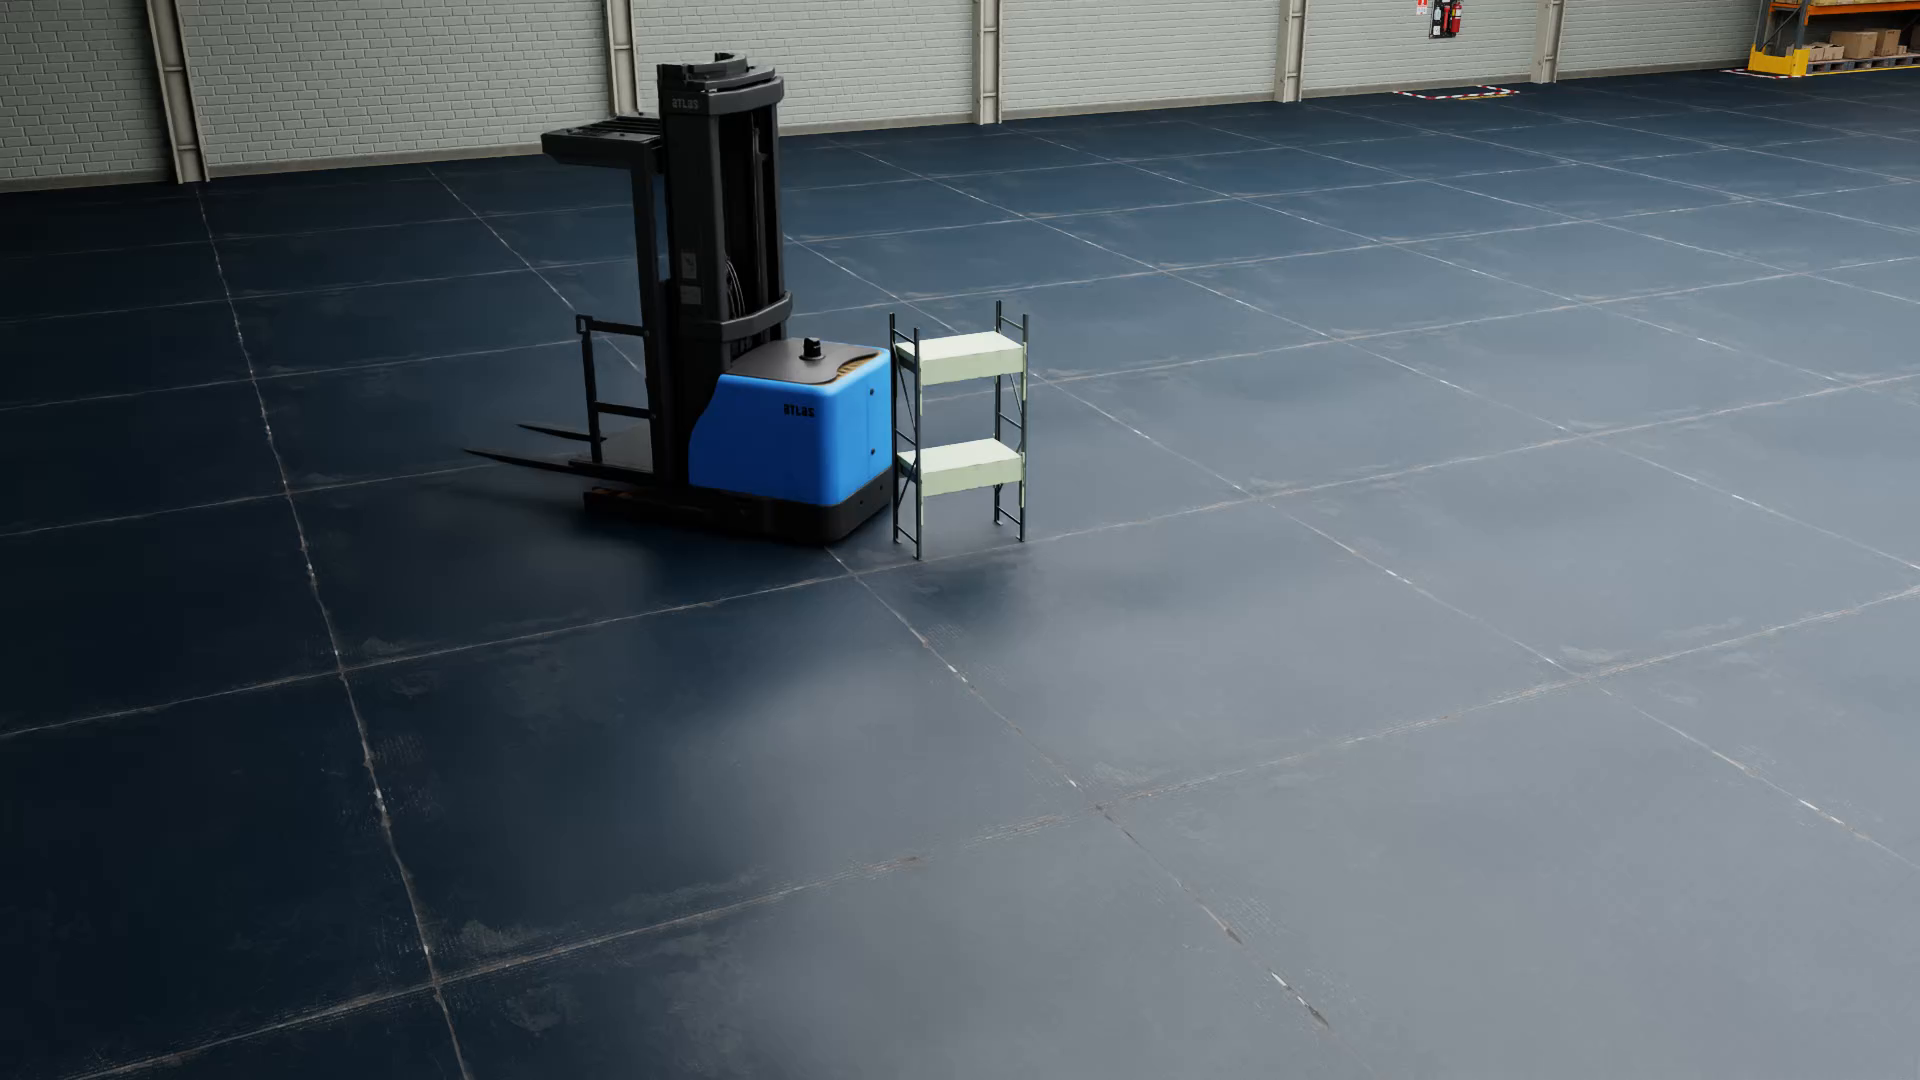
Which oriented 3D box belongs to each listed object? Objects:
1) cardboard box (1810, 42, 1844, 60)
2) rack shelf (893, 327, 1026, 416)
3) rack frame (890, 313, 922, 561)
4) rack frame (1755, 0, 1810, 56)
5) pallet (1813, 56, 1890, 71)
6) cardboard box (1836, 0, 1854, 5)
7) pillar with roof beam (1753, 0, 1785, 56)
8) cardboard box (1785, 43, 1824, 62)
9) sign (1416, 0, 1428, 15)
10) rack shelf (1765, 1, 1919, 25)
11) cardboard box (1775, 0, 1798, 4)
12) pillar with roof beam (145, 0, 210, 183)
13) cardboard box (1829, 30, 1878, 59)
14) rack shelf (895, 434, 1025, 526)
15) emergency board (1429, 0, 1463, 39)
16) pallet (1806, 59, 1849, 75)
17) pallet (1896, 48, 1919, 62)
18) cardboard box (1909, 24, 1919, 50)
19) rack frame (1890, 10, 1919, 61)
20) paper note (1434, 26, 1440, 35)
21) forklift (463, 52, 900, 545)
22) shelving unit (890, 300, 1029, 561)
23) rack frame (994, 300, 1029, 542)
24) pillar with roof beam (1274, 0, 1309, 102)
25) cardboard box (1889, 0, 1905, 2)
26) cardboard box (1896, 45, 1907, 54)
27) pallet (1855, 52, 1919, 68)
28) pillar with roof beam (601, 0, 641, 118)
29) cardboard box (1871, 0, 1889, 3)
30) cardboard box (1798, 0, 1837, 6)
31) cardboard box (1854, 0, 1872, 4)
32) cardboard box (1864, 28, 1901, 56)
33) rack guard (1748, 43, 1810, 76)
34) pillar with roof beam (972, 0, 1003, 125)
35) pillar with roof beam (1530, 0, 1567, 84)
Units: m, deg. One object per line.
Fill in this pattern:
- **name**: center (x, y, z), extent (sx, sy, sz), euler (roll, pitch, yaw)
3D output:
- **cardboard box**: center (17.578, -9.953, 33.813), extent (0.500, 0.311, 0.500), euler (-8, 24, -19)
- **rack shelf**: center (-0.006, -1.052, 10.311), extent (0.720, 0.370, 0.431), euler (-10, 25, -24)
- **rack frame**: center (-0.336, -0.631, 10.314), extent (0.023, 1.500, 0.400), euler (-10, 25, -24)
- **rack frame**: center (16.402, -10.814, 32.953), extent (0.127, 3.000, 1.000), euler (-10, 25, -24)
- **pallet**: center (18.316, -9.862, 34.298), extent (1.213, 0.211, 1.003), euler (-10, 25, -24)
- **cardboard box**: center (17.441, -10.816, 33.129), extent (0.500, 0.250, 0.500), euler (-11, 25, -25)
- **pillar with roof beam**: center (18.525, -12.516, 29.222), extent (0.400, 9.000, 9.100), euler (-10, 25, -24)
- **cardboard box**: center (17.064, -9.859, 33.585), extent (0.500, 0.311, 0.500), euler (-14, 26, -30)
- **sign**: center (8.465, -9.796, 30.448), extent (0.234, 0.329, 0.001), euler (-10, 25, -24)
- **rack shelf**: center (18.204, -10.813, 33.892), extent (4.000, 0.370, 1.077), euler (-10, 25, -24)
- **cardboard box**: center (16.739, -10.898, 33.326), extent (0.500, 0.250, 0.500), euler (-10, 25, -23)
- **pillar with roof beam**: center (-8.507, -7.540, 17.200), extent (0.400, 9.000, 9.100), euler (-10, 25, -24)
- **cardboard box**: center (18.261, -10.145, 34.030), extent (0.500, 0.500, 0.700), euler (-12, 25, -27)
- **rack shelf**: center (-0.006, -0.391, 10.585), extent (0.720, 0.370, 0.431), euler (-10, 25, -24)
- **emergency board**: center (9.008, -9.836, 30.590), extent (0.643, 1.169, 0.194), euler (-10, 25, -24)
- **pallet**: center (17.218, -9.661, 33.812), extent (1.213, 0.211, 1.003), euler (-10, 25, -24)
- **pallet**: center (20.707, -10.319, 35.402), extent (1.213, 0.211, 1.003), euler (-10, 25, -24)
- **cardboard box**: center (20.662, -10.654, 35.258), extent (0.500, 0.500, 0.700), euler (-10, 24, -22)
- **rack frame**: center (20.006, -11.477, 34.555), extent (0.127, 3.000, 1.000), euler (-10, 25, -24)
- **paper note**: center (8.818, -9.424, 30.745), extent (0.142, 0.148, 0.016), euler (-10, 25, -24)
- **forklift**: center (-1.976, -1.676, 10.966), extent (3.031, 2.935, 1.130), euler (9, 24, 21)
- **shelving unit**: center (-0.006, -0.692, 10.460), extent (0.755, 1.500, 0.431), euler (-10, 25, -24)
- **rack frame**: center (0.324, -0.753, 10.607), extent (0.023, 1.500, 0.400), euler (-10, 25, -24)
- **pillar with roof beam**: center (7.712, -10.526, 24.413), extent (0.400, 9.000, 9.100), euler (-10, 25, -24)
- **cardboard box**: center (18.812, -11.066, 33.731), extent (0.500, 0.250, 0.500), euler (-11, 25, -24)
- **cardboard box**: center (19.537, -10.273, 34.774), extent (0.250, 0.166, 0.380), euler (-14, 26, -30)
- **pallet**: center (19.416, -10.065, 34.790), extent (1.213, 0.211, 1.003), euler (-10, 25, -24)
- **pillar with roof beam**: center (-3.101, -8.535, 19.604), extent (0.400, 9.000, 9.100), euler (-10, 25, -24)
- **cardboard box**: center (18.359, -10.982, 33.528), extent (0.500, 0.250, 0.500), euler (-10, 25, -23)
- **cardboard box**: center (16.979, -10.725, 32.909), extent (0.500, 0.250, 0.500), euler (-11, 25, -25)
- **cardboard box**: center (17.903, -10.899, 33.328), extent (0.500, 0.250, 0.500), euler (-11, 25, -24)
- **cardboard box**: center (19.088, -10.340, 34.500), extent (0.500, 0.500, 0.500), euler (-12, 26, -28)
- **rack guard**: center (16.470, -9.672, 33.461), extent (0.348, 0.500, 1.175), euler (-10, 25, -24)
- **pillar with roof beam**: center (2.306, -9.531, 22.009), extent (0.400, 9.000, 9.100), euler (-10, 25, -24)
- **pillar with roof beam**: center (13.118, -11.521, 26.817), extent (0.400, 9.000, 9.100), euler (-10, 25, -24)
